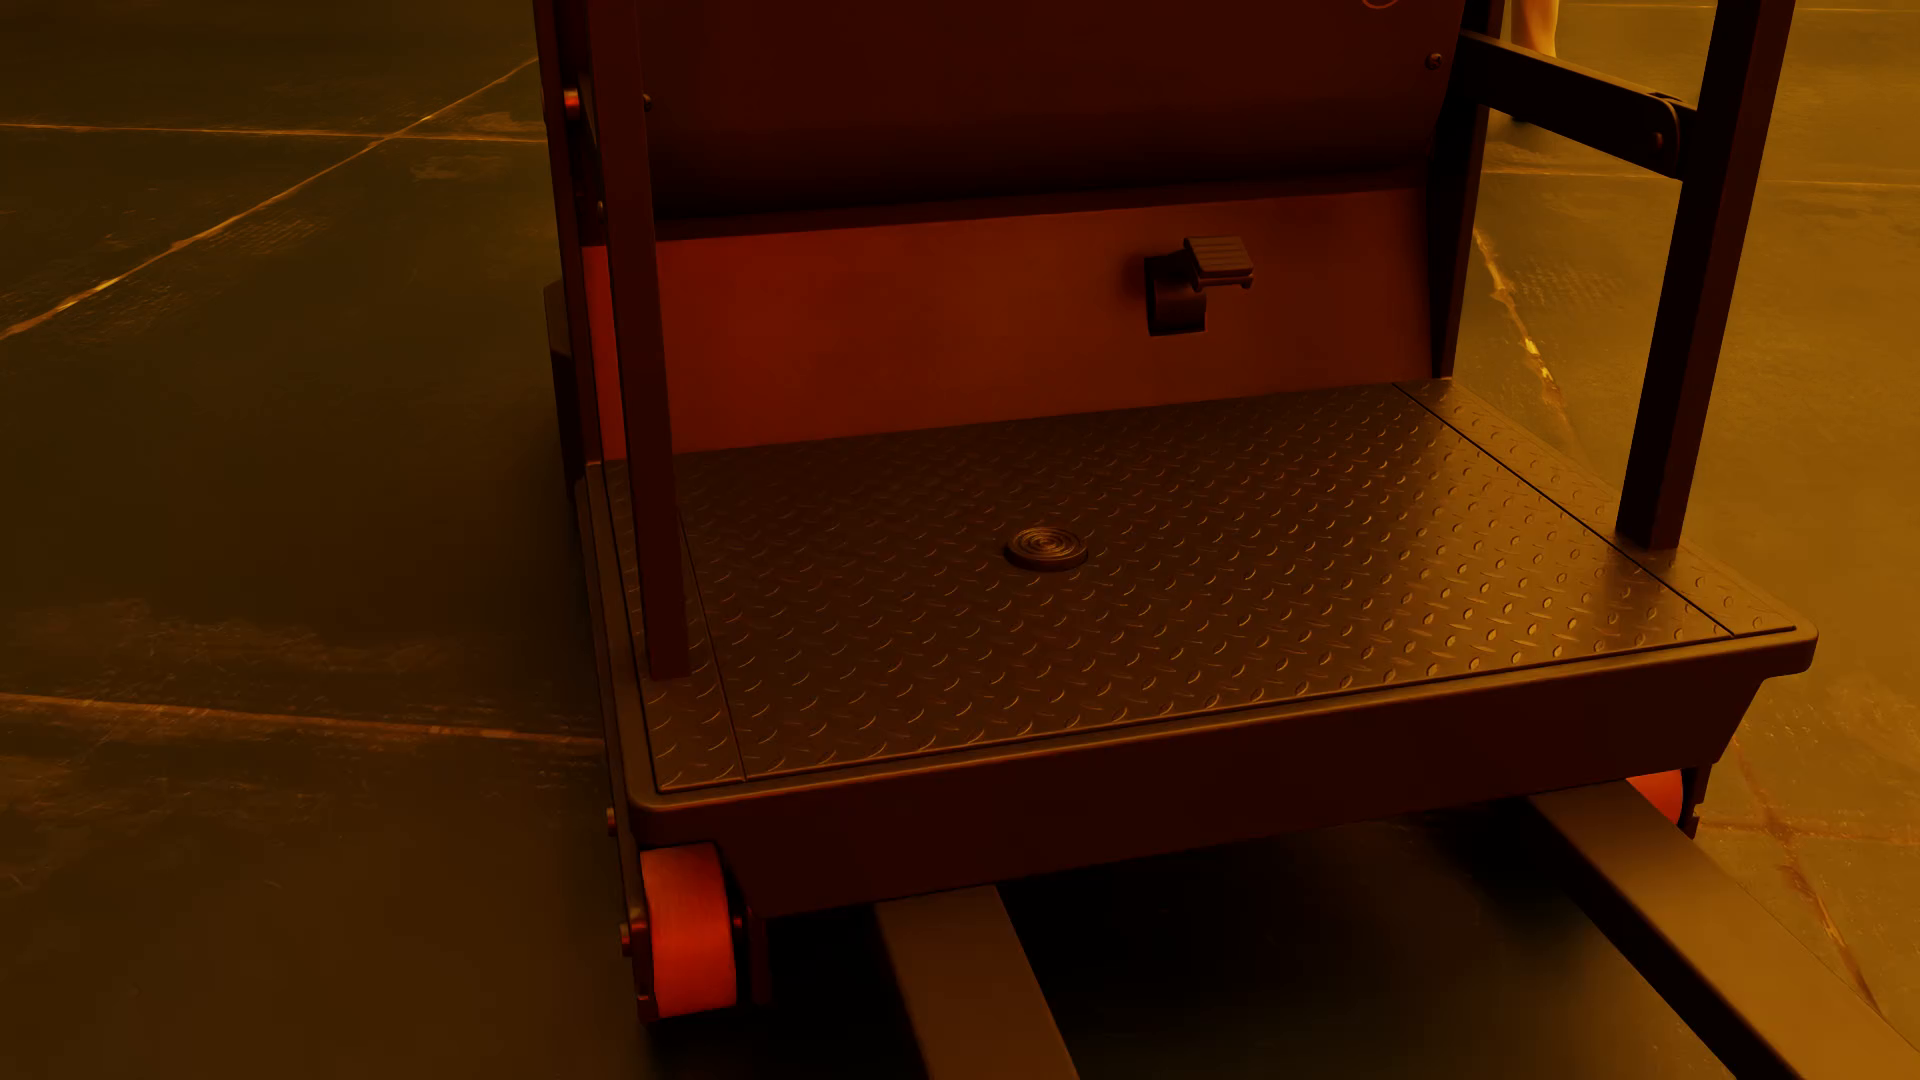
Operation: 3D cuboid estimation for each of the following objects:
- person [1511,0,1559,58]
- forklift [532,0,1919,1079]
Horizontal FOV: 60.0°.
[{"bbox_3d":[1.541,-2.040,4.696,0.550,1.675,0.549,3,27,6],"label":"person"},{"bbox_3d":[0.153,-1.049,1.319,1.130,2.935,3.031,-7,27,-13],"label":"forklift"}]
